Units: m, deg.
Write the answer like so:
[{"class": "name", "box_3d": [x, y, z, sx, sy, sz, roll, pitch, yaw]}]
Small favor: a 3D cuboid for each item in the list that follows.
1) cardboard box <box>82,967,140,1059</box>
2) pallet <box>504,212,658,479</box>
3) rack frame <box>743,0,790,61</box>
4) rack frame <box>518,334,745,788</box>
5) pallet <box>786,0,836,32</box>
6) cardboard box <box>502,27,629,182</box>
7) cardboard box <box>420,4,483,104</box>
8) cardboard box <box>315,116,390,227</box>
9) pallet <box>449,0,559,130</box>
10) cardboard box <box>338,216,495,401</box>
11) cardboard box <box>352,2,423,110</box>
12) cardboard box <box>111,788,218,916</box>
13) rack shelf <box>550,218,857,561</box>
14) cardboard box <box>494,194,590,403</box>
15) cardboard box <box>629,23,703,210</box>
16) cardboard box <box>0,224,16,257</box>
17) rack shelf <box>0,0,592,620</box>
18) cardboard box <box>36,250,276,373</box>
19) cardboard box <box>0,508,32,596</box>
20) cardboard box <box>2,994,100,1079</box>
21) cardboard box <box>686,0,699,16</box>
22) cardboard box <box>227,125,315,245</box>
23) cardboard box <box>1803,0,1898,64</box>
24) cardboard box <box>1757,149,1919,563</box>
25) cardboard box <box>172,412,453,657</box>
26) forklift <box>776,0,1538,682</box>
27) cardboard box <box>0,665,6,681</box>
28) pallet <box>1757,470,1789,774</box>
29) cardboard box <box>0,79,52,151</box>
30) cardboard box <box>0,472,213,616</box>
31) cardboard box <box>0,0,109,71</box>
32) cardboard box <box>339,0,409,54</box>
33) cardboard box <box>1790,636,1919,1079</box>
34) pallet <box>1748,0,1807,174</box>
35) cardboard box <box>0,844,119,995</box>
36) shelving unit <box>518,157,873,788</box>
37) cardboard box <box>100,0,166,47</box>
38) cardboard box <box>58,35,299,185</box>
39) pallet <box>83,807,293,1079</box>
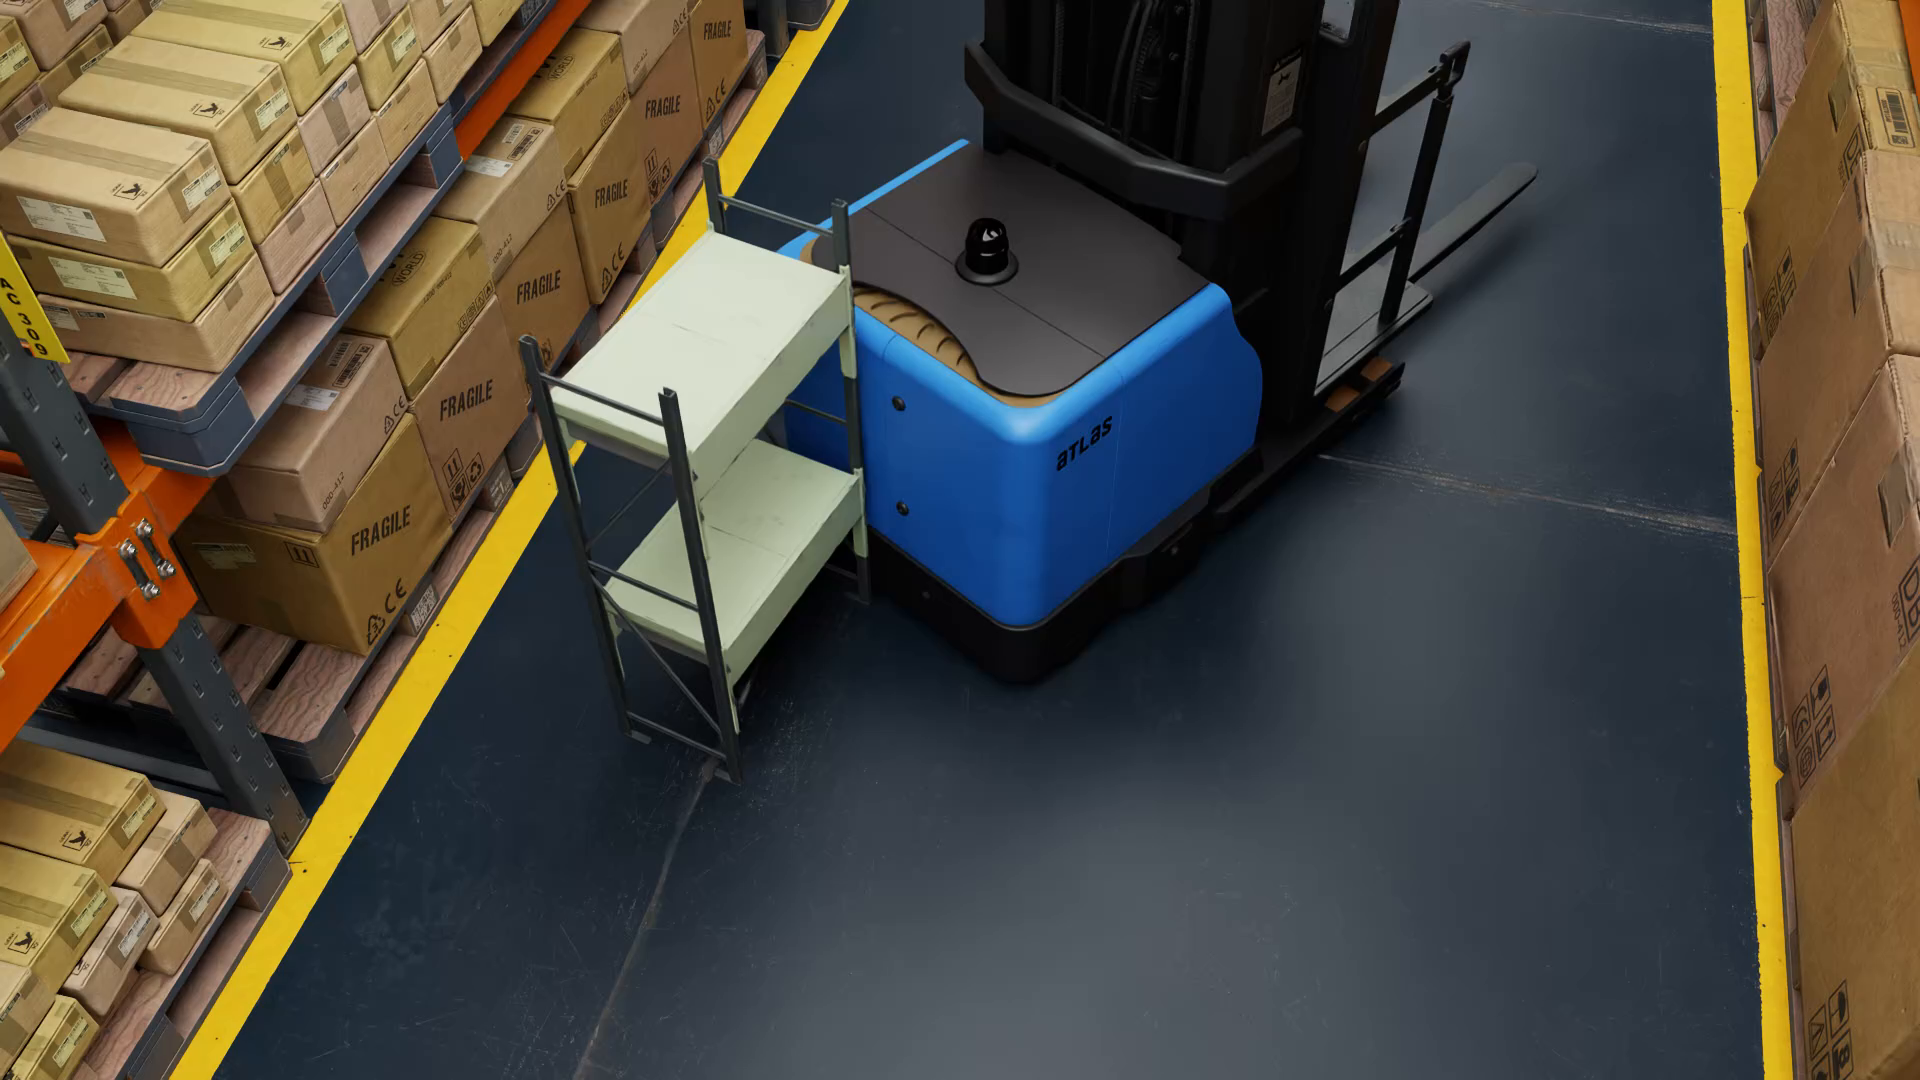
[{"class": "cardboard box", "box_3d": [-2.203, 1.055, 3.939, 0.380, 0.149, 0.250, 13, 50, 11]}, {"class": "pallet", "box_3d": [-1.757, -0.797, 5.813, 1.003, 0.211, 1.213, 12, 50, 10]}, {"class": "rack frame", "box_3d": [-1.226, -3.165, 6.042, 1.000, 3.000, 0.127, 12, 50, 10]}, {"class": "rack frame", "box_3d": [-0.784, 0.120, 4.144, 0.400, 1.500, 0.023, 21, 52, 18]}, {"class": "pallet", "box_3d": [-0.946, -2.797, 7.578, 1.003, 0.211, 1.213, 12, 50, 10]}, {"class": "cardboard box", "box_3d": [-1.425, -1.446, 5.413, 0.500, 0.250, 0.500, 13, 50, 11]}, {"class": "cardboard box", "box_3d": [-1.461, -1.269, 4.257, 0.380, 0.149, 0.250, 10, 49, 8]}, {"class": "cardboard box", "box_3d": [-1.595, -0.903, 3.934, 0.380, 0.149, 0.250, 12, 50, 10]}, {"class": "pallet", "box_3d": [-1.708, -1.661, 4.844, 1.003, 0.211, 1.213, 12, 50, 10]}, {"class": "cardboard box", "box_3d": [-1.692, -0.699, 4.754, 0.500, 0.250, 0.500, 13, 50, 11]}, {"class": "cardboard box", "box_3d": [-1.530, -1.183, 3.982, 0.380, 0.149, 0.250, 10, 49, 8]}, {"class": "cardboard box", "box_3d": [-2.055, 0.725, 4.032, 0.380, 0.149, 0.250, 12, 50, 11]}, {"class": "rack shelf", "box_3d": [-0.617, -0.383, 4.067, 0.431, 0.370, 0.720, 21, 52, 18]}, {"class": "cardboard box", "box_3d": [-1.566, -0.830, 5.369, 0.500, 0.500, 0.500, 12, 50, 11]}, {"class": "cardboard box", "box_3d": [-1.288, -1.574, 6.026, 0.500, 0.500, 0.500, 13, 50, 12]}, {"class": "cardboard box", "box_3d": [-2.366, -0.654, 3.714, 0.380, 0.149, 0.250, 11, 49, 9]}, {"class": "rack shelf", "box_3d": [-1.753, -1.480, 5.035, 1.077, 0.370, 4.000, 12, 50, 10]}, {"class": "cardboard box", "box_3d": [-1.732, -0.521, 3.597, 0.380, 0.149, 0.250, 9, 49, 8]}, {"class": "cardboard box", "box_3d": [-2.134, 0.003, 2.982, 0.500, 0.500, 0.500, 12, 50, 10]}, {"class": "cardboard box", "box_3d": [-2.168, 1.121, 3.683, 0.380, 0.149, 0.250, 10, 49, 9]}, {"class": "cardboard box", "box_3d": [-1.154, -2.178, 6.059, 0.500, 0.250, 0.500, 11, 49, 9]}, {"class": "cardboard box", "box_3d": [-1.666, -0.808, 3.651, 0.380, 0.149, 0.250, 11, 49, 9]}, {"class": "cardboard box", "box_3d": [3.689, -1.920, 6.318, 0.700, 0.500, 0.500, 9, 49, 8]}, {"class": "cardboard box", "box_3d": [3.088, -0.410, 4.749, 1.225, 0.875, 0.875, 12, 50, 10]}, {"class": "cardboard box", "box_3d": [-1.829, -0.065, 4.694, 0.500, 0.500, 0.500, 13, 50, 11]}, {"class": "forklift", "box_3d": [0.851, -1.566, 4.677, 1.130, 2.935, 3.031, 36, 58, 28]}, {"class": "cardboard box", "box_3d": [-2.091, 0.272, 3.177, 0.380, 0.149, 0.250, 10, 49, 9]}, {"class": "pallet", "box_3d": [2.929, 0.245, 4.893, 1.003, 0.211, 1.213, 12, 50, 10]}, {"class": "cardboard box", "box_3d": [-2.297, -0.943, 3.771, 0.380, 0.149, 0.250, 12, 50, 10]}, {"class": "cardboard box", "box_3d": [-2.327, -0.168, 4.785, 0.500, 0.500, 0.500, 11, 49, 9]}, {"class": "cardboard box", "box_3d": [-2.222, -1.234, 3.829, 0.380, 0.149, 0.250, 10, 49, 9]}, {"class": "cardboard box", "box_3d": [-1.526, -1.286, 3.875, 0.380, 0.149, 0.250, 11, 49, 10]}, {"class": "cardboard box", "box_3d": [2.628, 0.878, 3.612, 1.225, 0.875, 0.875, 12, 50, 10]}, {"class": "pallet", "box_3d": [3.739, -1.755, 6.658, 1.003, 0.211, 1.213, 12, 50, 10]}, {"class": "cardboard box", "box_3d": [-2.151, 0.837, 3.735, 0.380, 0.149, 0.250, 12, 50, 11]}, {"class": "shelving unit", "box_3d": [-0.617, -0.124, 4.359, 0.431, 1.500, 0.755, 21, 52, 18]}, {"class": "cardboard box", "box_3d": [-2.161, -1.321, 4.104, 0.380, 0.149, 0.250, 10, 49, 9]}, {"class": "cardboard box", "box_3d": [-1.664, -0.921, 3.553, 0.380, 0.149, 0.250, 13, 50, 11]}, {"class": "pallet", "box_3d": [-2.422, 1.144, 4.100, 1.003, 0.211, 1.213, 12, 50, 10]}]
